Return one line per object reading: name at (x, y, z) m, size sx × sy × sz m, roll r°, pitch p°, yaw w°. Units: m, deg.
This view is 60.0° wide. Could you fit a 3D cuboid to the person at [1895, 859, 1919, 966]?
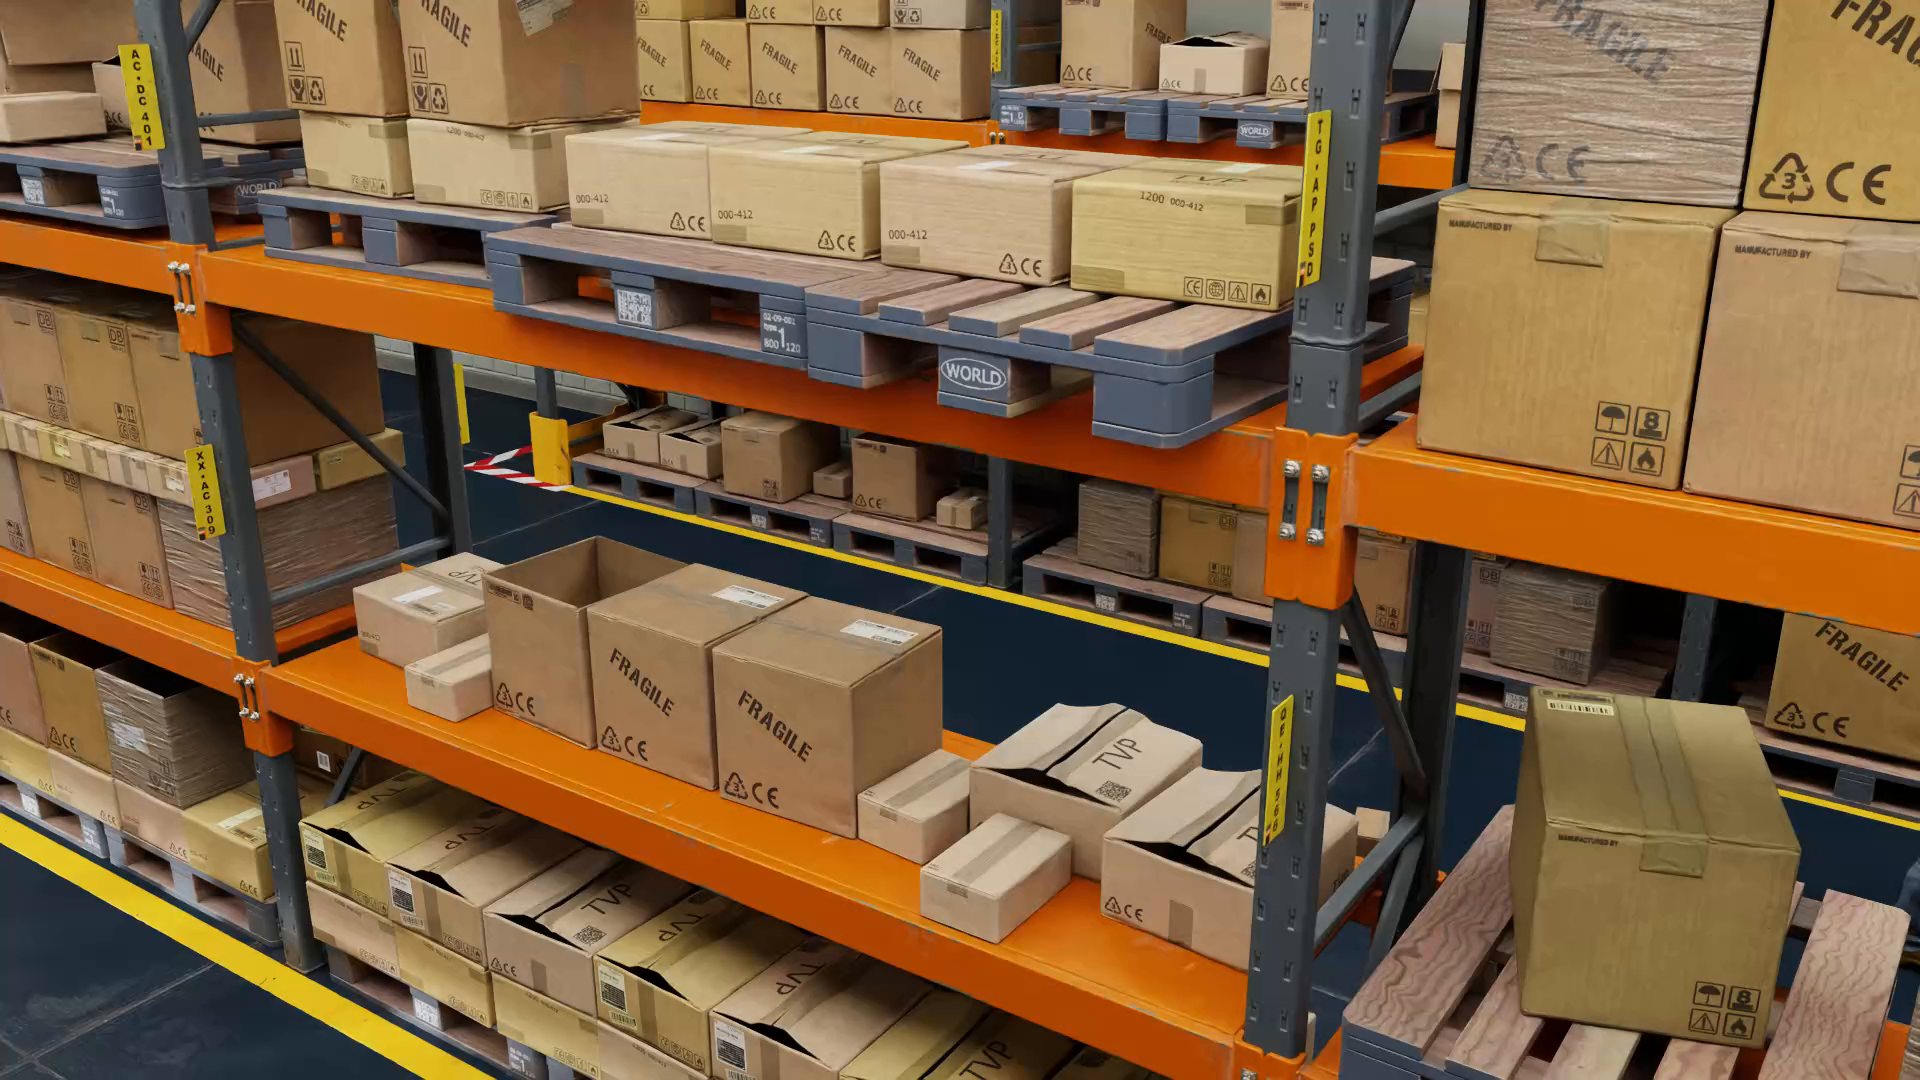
person at (3.967, 0.836, 6.159) m, size 0.745 × 1.748 × 0.576 m, roll 9°, pitch 22°, yaw 24°
